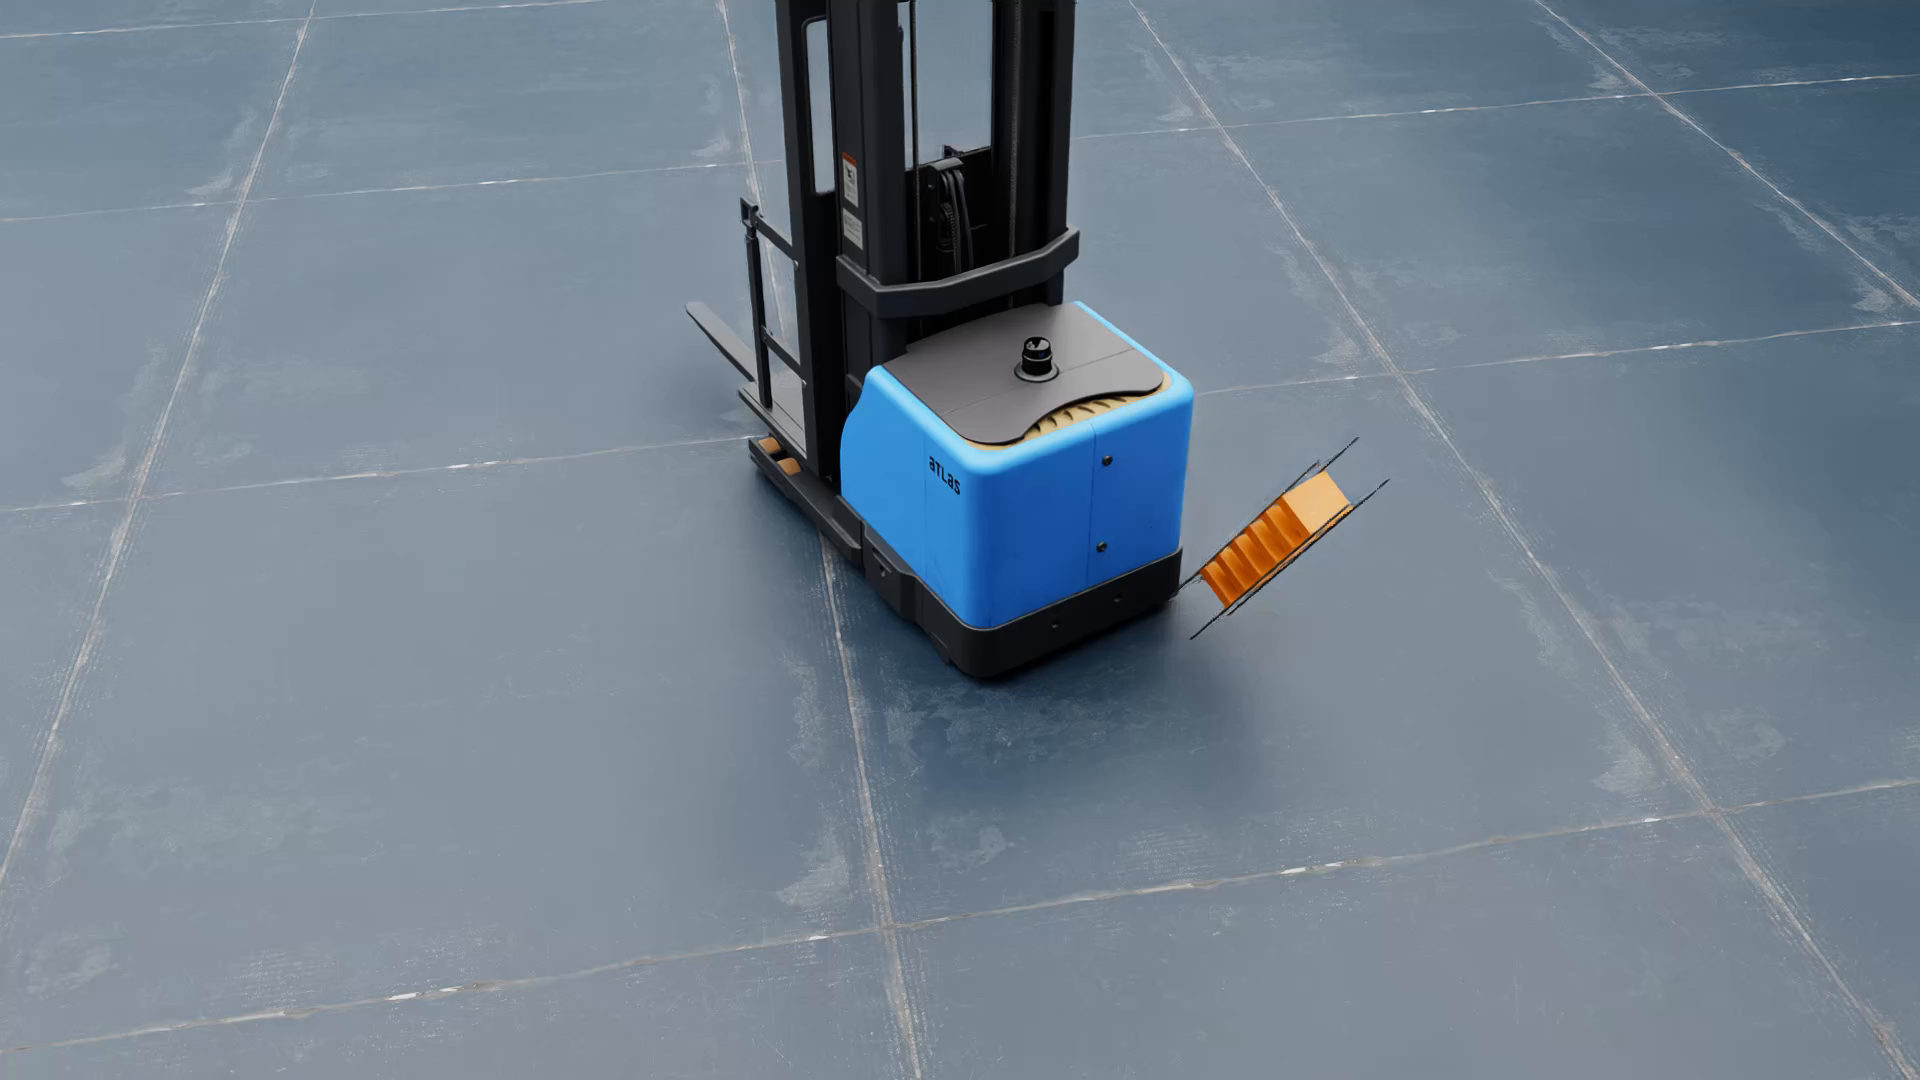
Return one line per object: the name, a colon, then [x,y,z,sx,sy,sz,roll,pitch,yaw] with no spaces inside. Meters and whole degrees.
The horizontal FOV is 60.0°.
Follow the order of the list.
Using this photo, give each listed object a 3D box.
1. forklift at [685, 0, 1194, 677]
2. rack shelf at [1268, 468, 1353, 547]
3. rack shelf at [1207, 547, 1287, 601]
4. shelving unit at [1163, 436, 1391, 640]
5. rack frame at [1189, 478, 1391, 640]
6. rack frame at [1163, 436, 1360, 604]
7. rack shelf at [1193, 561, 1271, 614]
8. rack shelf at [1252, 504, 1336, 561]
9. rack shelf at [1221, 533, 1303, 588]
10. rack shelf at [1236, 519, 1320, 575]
forklift: [-0.306,-1.500,6.792,1.130,2.935,3.031,-21,43,-25]
rack shelf: [1.278,-0.118,6.042,0.258,0.103,0.180,-28,77,-31]
rack shelf: [1.115,0.092,6.442,0.258,0.103,0.180,-28,77,-31]
shelving unit: [1.171,0.020,6.305,0.258,1.200,0.189,-28,77,-31]
rack frame: [1.222,0.093,6.287,0.240,1.200,0.006,-28,77,-31]
rack frame: [1.119,-0.054,6.323,0.240,1.200,0.006,-28,77,-31]
rack shelf: [1.074,0.145,6.542,0.258,0.103,0.180,-28,77,-31]
rack shelf: [1.237,-0.066,6.142,0.258,0.103,0.180,-28,77,-31]
rack shelf: [1.155,0.039,6.342,0.258,0.103,0.180,-28,77,-31]
rack shelf: [1.196,-0.013,6.242,0.258,0.103,0.180,-28,77,-31]
